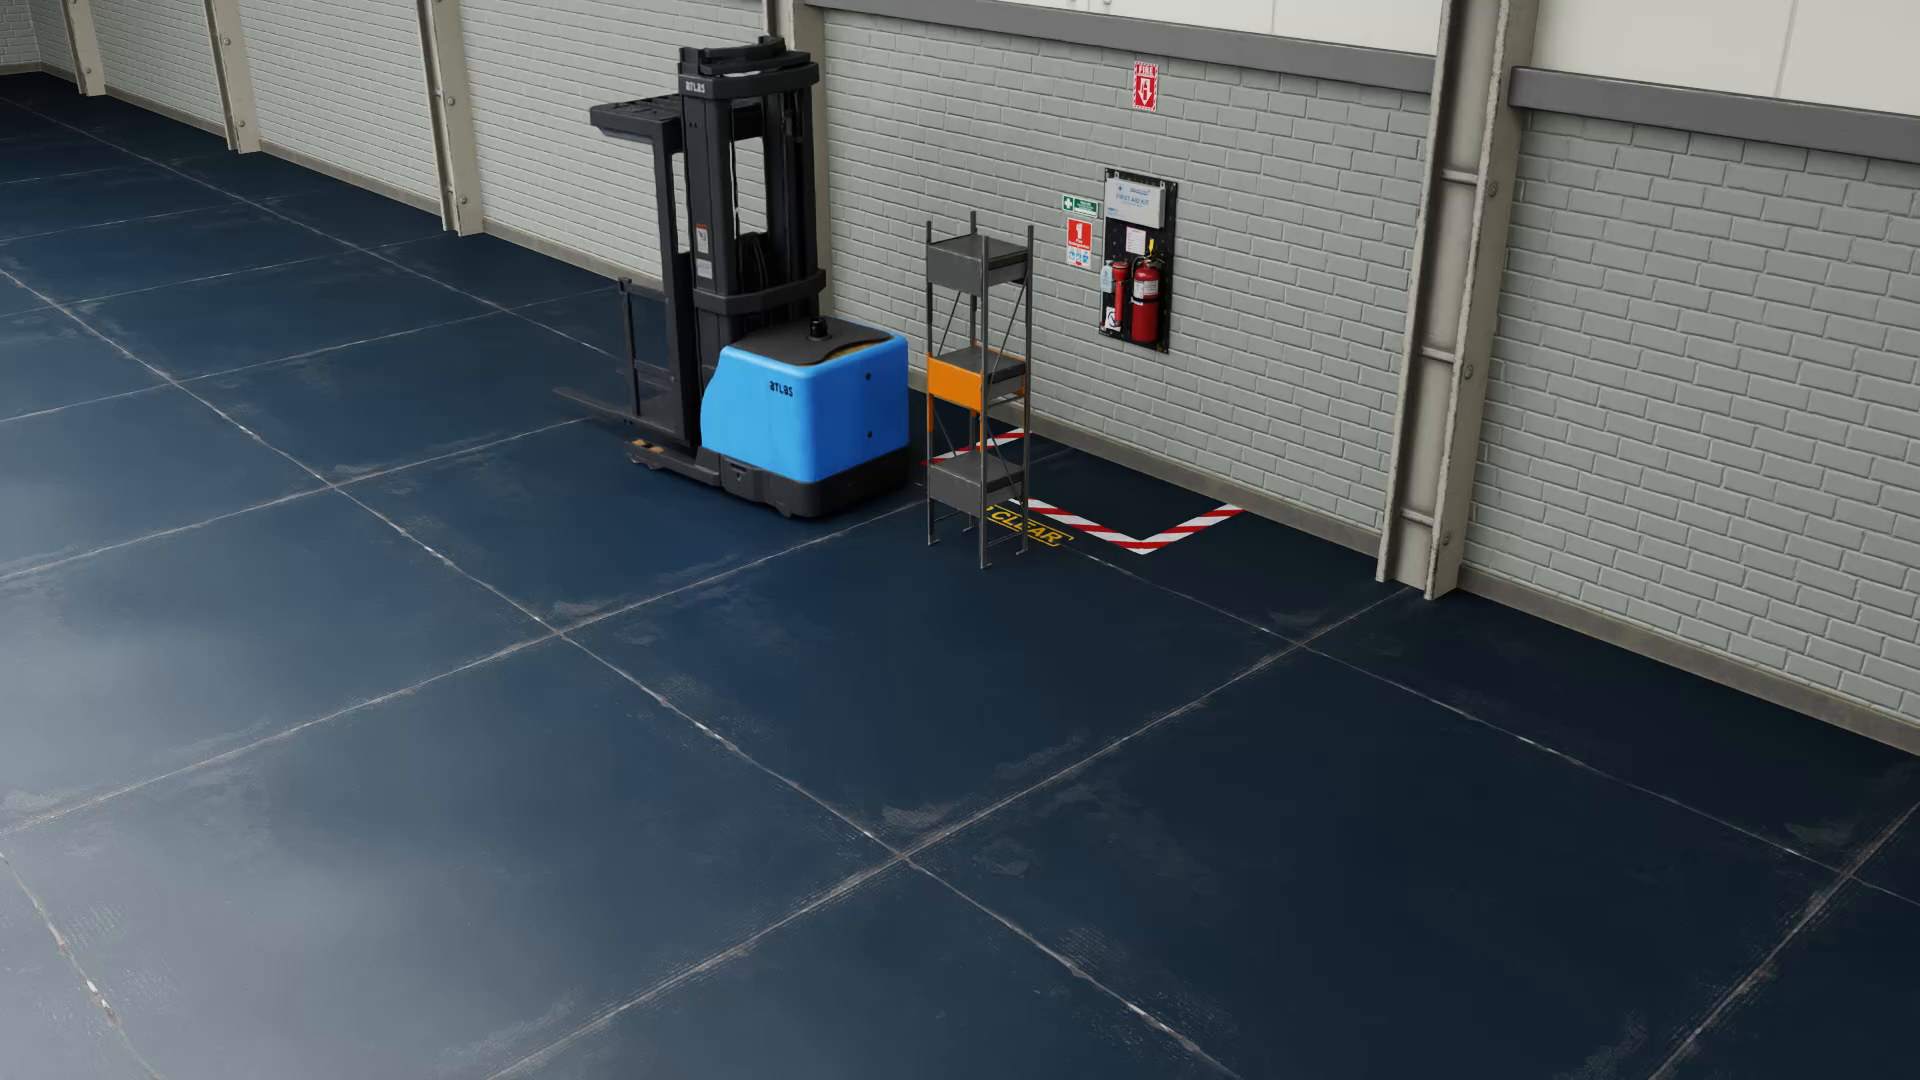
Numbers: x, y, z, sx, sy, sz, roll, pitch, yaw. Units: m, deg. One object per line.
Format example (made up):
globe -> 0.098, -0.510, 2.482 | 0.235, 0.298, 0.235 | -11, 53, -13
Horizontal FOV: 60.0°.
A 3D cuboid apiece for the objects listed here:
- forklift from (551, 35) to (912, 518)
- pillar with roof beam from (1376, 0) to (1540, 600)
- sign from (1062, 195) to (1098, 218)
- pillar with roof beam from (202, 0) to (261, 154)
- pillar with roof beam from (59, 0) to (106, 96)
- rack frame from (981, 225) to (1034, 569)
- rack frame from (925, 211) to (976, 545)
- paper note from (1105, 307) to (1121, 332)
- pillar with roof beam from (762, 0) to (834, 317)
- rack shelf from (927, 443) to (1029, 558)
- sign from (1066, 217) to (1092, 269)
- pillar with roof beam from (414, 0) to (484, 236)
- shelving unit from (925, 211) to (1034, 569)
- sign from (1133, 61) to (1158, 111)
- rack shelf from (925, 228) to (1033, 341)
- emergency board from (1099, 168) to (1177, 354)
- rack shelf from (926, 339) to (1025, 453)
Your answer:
forklift -> -1.776, -1.976, 11.551 | 3.031, 2.935, 1.130 | 20, 31, 37
pillar with roof beam -> -0.344, -2.613, 5.636 | 9.100, 9.000, 0.400 | -21, 32, -38
sign -> 0.831, -2.315, 11.529 | 0.001, 0.109, 0.331 | -21, 32, -38
pillar with roof beam -> -12.647, -8.067, 17.590 | 9.100, 9.000, 0.400 | -21, 32, -38
pillar with roof beam -> -16.748, -9.885, 21.575 | 9.100, 9.000, 0.400 | -21, 32, -38
rack frame -> 0.280, -0.831, 10.042 | 0.400, 2.100, 0.015 | -21, 32, -38
rack frame -> -0.054, -0.979, 10.366 | 0.400, 2.100, 0.015 | -21, 32, -38
paper note -> 1.066, -1.537, 11.567 | 0.016, 0.148, 0.142 | -21, 32, -38
pillar with roof beam -> -4.445, -4.431, 9.621 | 9.100, 9.000, 0.400 | -21, 32, -38
rack shelf -> 0.113, -0.256, 10.500 | 0.431, 0.518, 0.480 | -21, 32, -38
sign -> 0.834, -2.078, 11.647 | 0.001, 0.329, 0.234 | -21, 32, -38
pillar with roof beam -> -8.546, -6.249, 13.606 | 9.100, 9.000, 0.400 | -21, 32, -38
shelving unit -> 0.113, -0.905, 10.204 | 0.431, 2.100, 0.503 | -21, 32, -38
sign -> 1.204, -2.950, 10.810 | 0.001, 0.298, 0.199 | -21, 32, -38
rack shelf -> 0.113, -1.530, 9.919 | 0.431, 0.518, 0.480 | -21, 32, -38
emergency board -> 1.137, -1.865, 11.224 | 0.194, 1.169, 0.643 | -21, 32, -38
rack shelf -> 0.113, -0.893, 10.210 | 0.431, 0.518, 0.480 | -21, 32, -38
